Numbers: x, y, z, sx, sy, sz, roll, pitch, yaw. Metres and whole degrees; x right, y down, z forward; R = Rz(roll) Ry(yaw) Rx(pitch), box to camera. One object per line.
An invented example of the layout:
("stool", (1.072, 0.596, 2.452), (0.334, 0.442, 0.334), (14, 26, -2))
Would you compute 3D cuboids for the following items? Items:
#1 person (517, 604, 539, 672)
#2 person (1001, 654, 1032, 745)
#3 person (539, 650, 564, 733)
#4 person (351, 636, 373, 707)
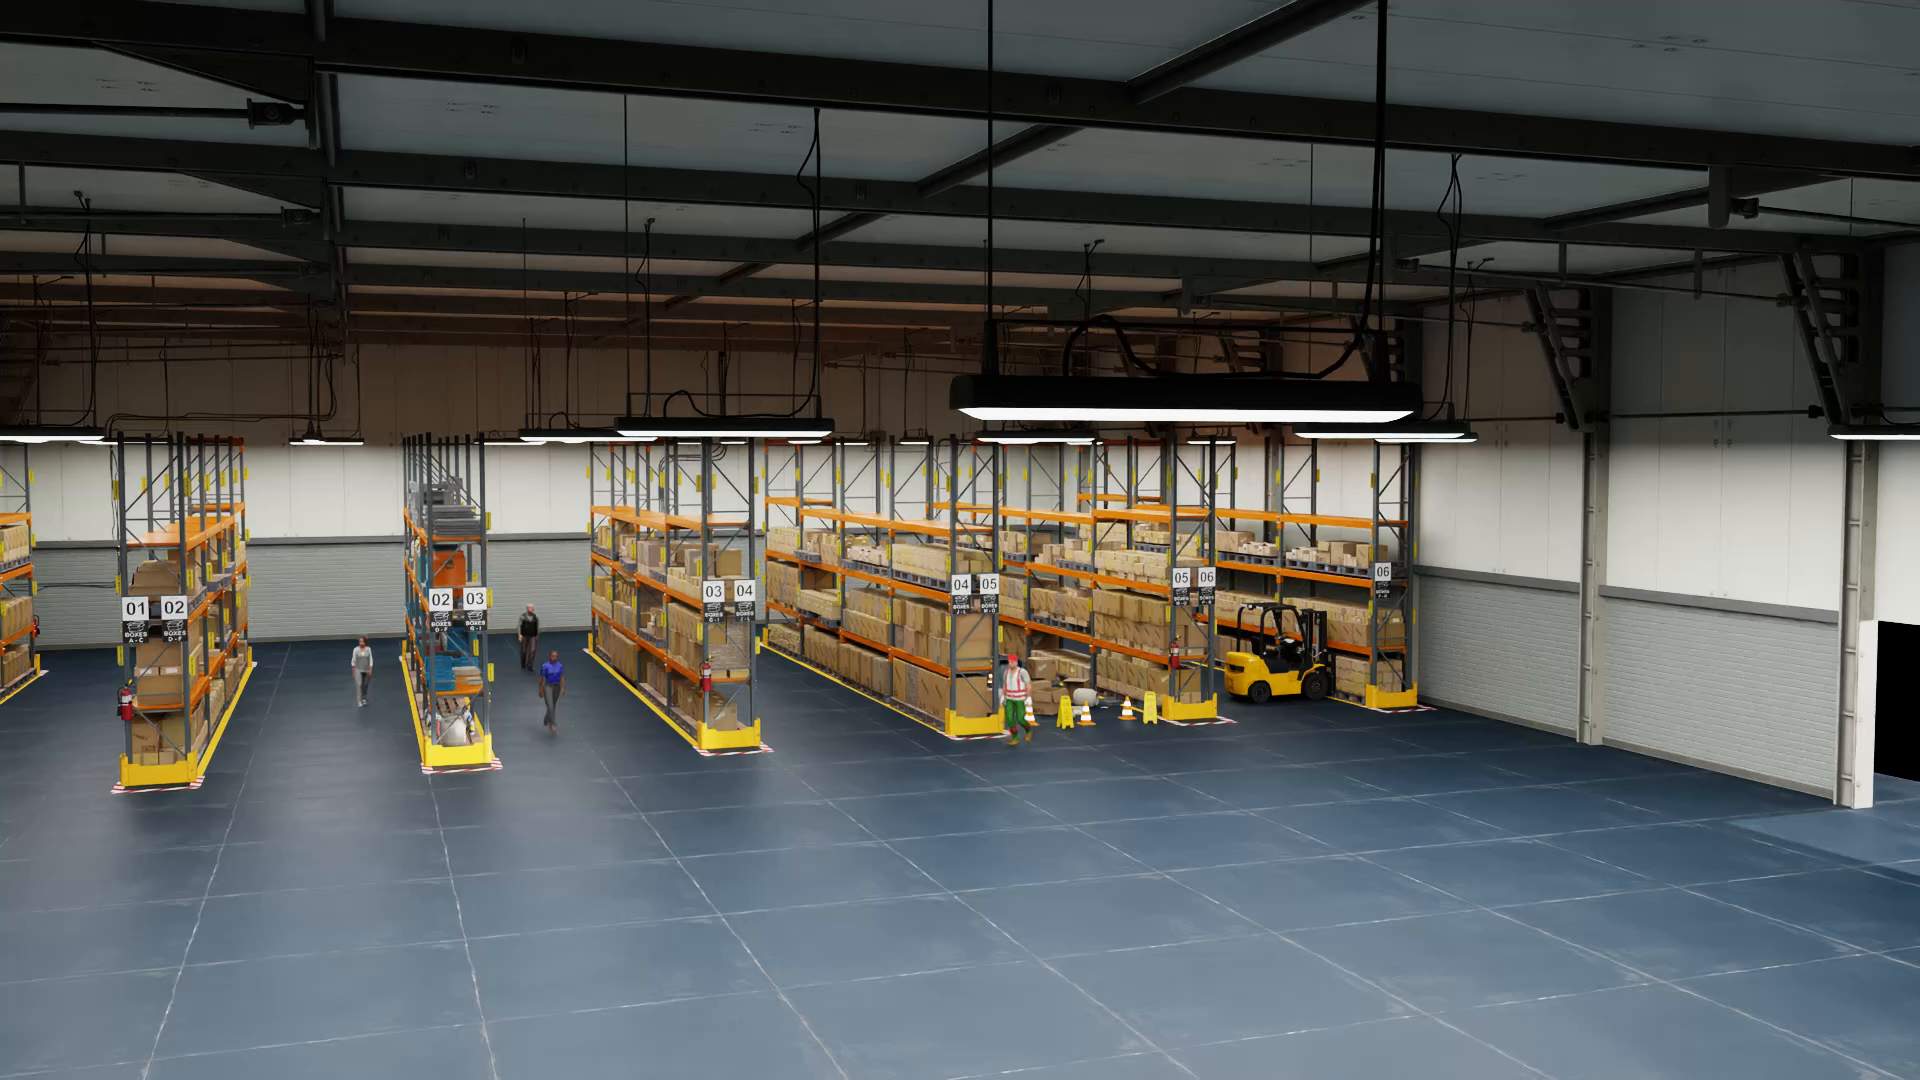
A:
("person", (-11.113, 2.517, 42.876), (0.613, 1.727, 0.737), (-2, 4, -32))
("person", (1.142, 3.064, 32.087), (0.682, 1.758, 0.622), (2, 4, 34))
("person", (-8.245, 3.027, 33.654), (0.902, 1.614, 0.483), (3, 4, 44))
("person", (-13.151, 2.896, 36.623), (0.434, 1.546, 0.967), (-2, 4, -33))
